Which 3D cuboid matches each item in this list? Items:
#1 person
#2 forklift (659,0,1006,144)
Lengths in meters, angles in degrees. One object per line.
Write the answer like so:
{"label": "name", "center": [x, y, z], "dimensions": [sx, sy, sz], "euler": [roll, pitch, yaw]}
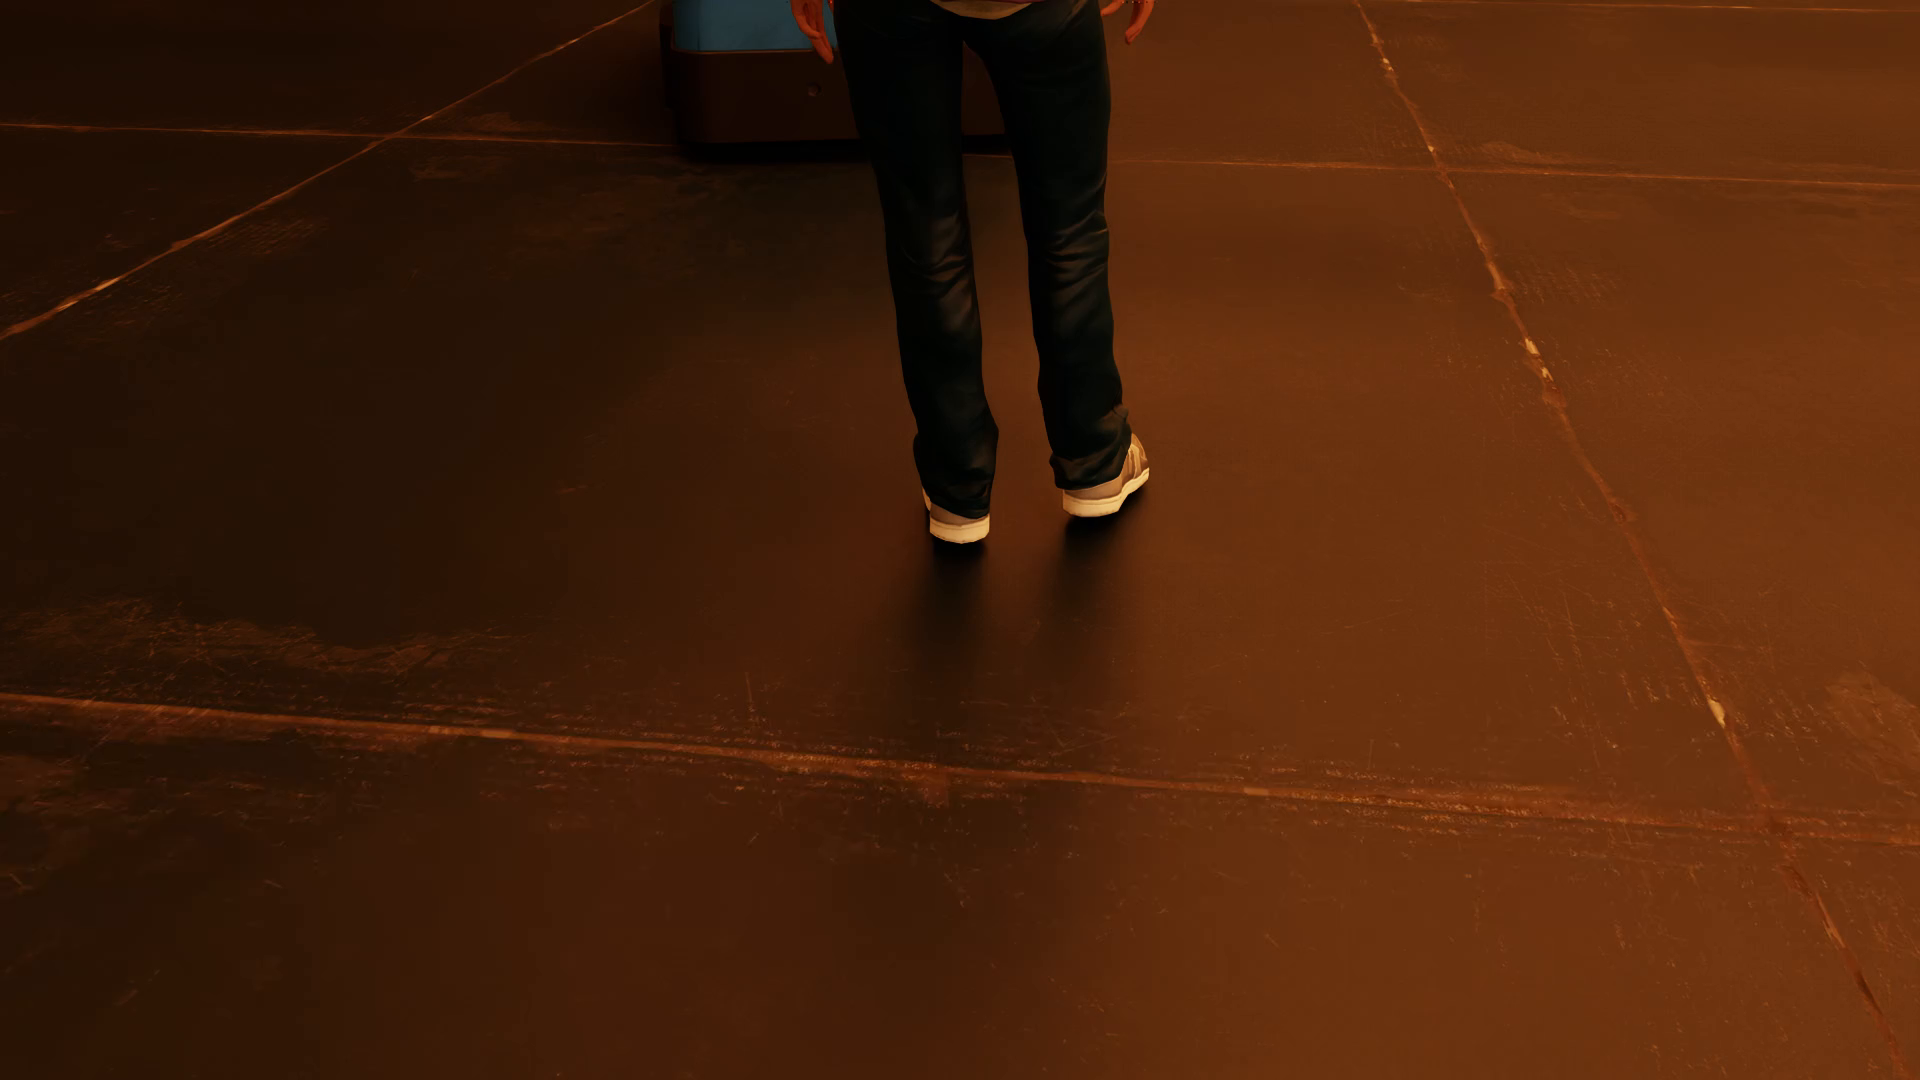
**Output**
{"label": "person", "center": [0.024, -0.754, 2.205], "dimensions": [0.520, 1.599, 0.473], "euler": [3, 27, 7]}
{"label": "forklift", "center": [-0.449, -3.009, 5.249], "dimensions": [1.130, 2.935, 3.031], "euler": [-4, 27, -7]}
